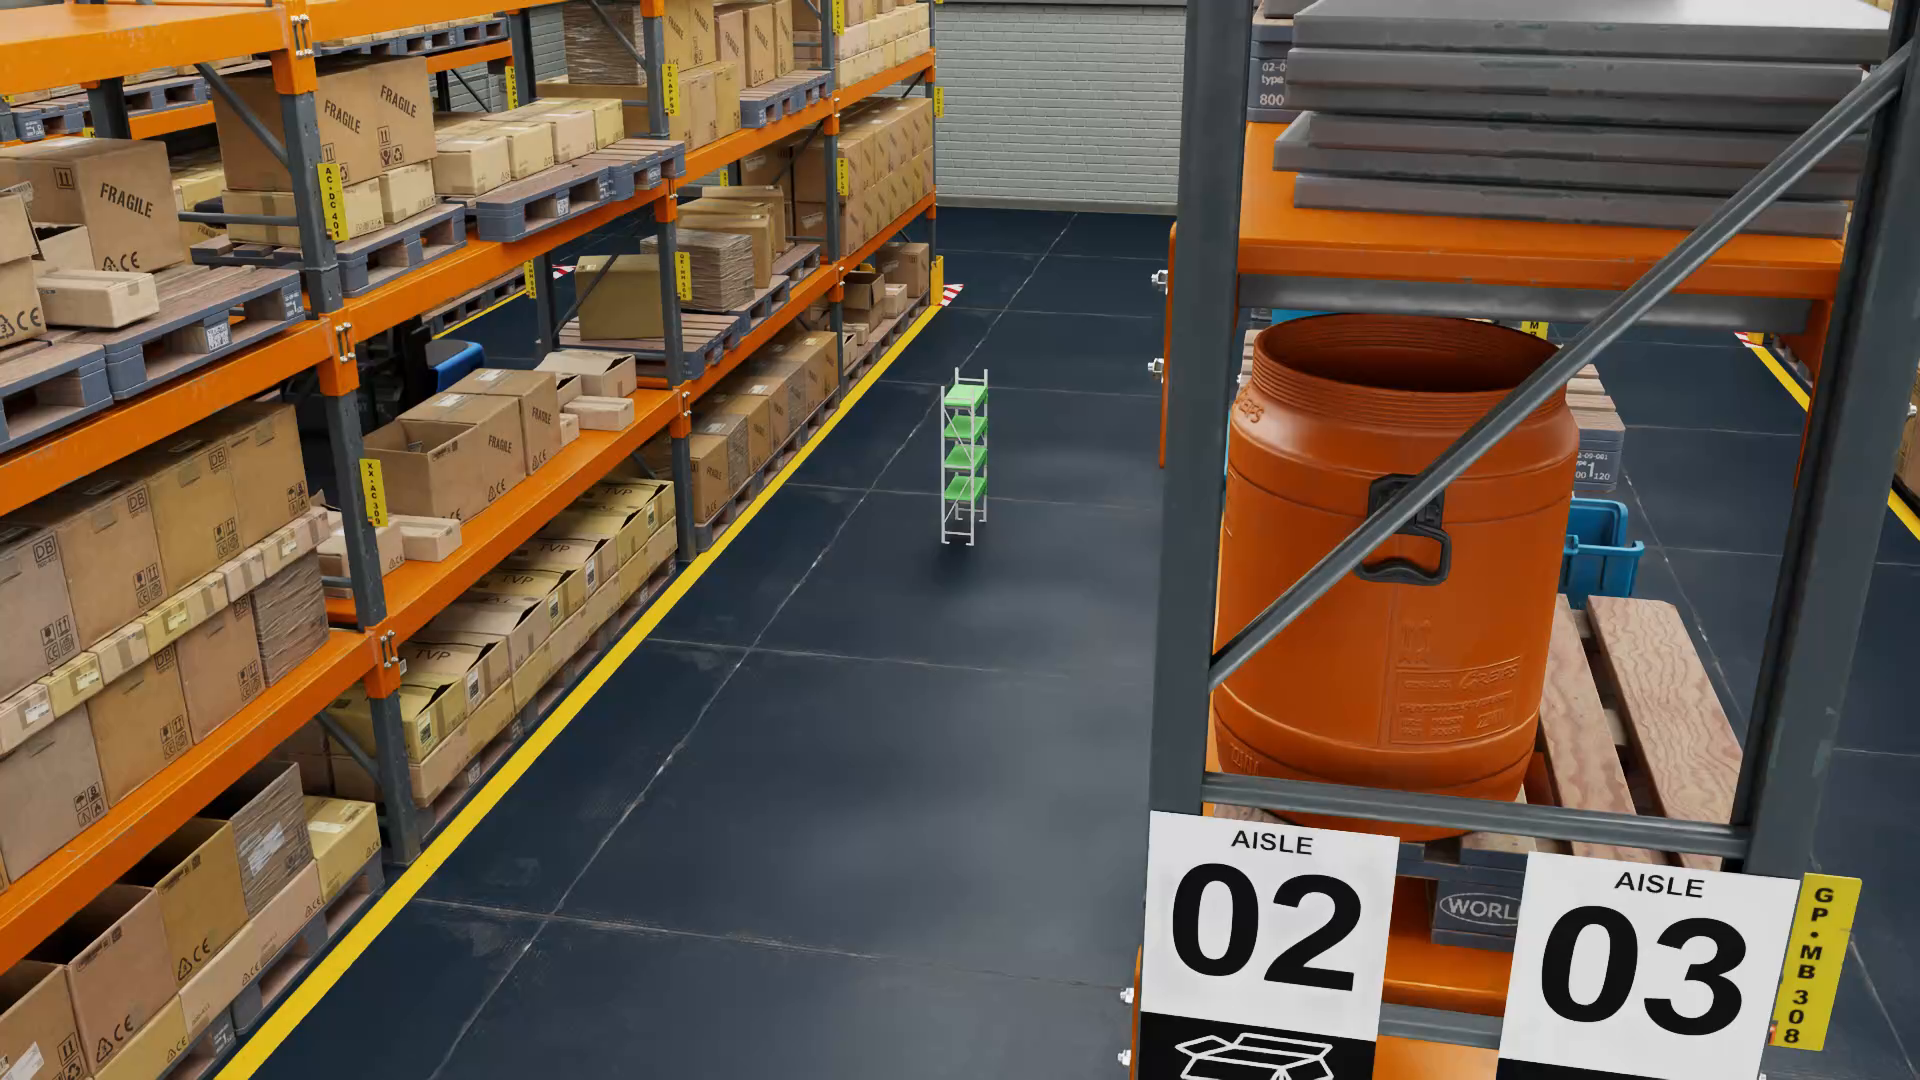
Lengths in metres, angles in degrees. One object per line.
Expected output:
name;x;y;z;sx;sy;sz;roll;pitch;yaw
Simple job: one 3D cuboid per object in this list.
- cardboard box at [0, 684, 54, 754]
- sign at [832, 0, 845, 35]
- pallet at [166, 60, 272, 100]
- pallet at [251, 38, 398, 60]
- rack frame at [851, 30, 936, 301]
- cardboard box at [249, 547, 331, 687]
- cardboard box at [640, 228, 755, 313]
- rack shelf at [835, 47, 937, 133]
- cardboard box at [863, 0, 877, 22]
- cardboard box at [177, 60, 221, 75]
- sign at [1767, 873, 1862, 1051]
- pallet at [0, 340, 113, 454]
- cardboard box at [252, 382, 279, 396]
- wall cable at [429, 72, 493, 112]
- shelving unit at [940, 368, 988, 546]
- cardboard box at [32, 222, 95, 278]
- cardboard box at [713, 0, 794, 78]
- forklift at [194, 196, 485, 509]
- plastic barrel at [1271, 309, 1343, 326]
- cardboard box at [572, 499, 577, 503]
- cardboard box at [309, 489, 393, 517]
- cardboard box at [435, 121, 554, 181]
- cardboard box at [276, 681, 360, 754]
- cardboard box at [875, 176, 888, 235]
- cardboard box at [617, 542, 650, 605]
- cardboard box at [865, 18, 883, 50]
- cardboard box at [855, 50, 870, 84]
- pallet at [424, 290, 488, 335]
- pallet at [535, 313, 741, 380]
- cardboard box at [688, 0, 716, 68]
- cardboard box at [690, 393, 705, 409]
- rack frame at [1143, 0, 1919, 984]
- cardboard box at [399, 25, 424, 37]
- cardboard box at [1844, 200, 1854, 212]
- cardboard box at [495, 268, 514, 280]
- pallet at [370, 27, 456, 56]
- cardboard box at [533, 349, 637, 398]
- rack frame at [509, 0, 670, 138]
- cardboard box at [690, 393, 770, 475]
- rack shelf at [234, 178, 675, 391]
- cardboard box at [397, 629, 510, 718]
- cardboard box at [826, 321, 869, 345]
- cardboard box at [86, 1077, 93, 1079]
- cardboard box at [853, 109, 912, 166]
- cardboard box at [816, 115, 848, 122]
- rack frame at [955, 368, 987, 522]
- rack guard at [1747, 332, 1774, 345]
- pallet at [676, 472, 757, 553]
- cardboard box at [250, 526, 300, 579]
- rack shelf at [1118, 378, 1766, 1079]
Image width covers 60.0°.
cardboard box;-3.434;0.609;5.825;0.380;0.149;0.250;5;22;11
sign;-1.047;-4.516;14.318;0.100;0.325;0.005;4;22;11
pallet;-6.580;-4.083;14.718;0.805;0.209;1.217;4;22;9
pallet;-6.264;-4.768;16.282;1.003;0.211;1.213;4;22;11
rack frame;-0.775;-4.206;18.782;1.000;3.000;0.127;4;22;11
cardboard box;-3.308;0.299;7.463;0.700;0.500;0.500;4;22;10
cardboard box;-2.015;-2.080;12.808;0.700;0.500;0.500;9;24;21
rack shelf;-1.183;-4.533;16.540;1.077;0.370;4.000;4;22;11
cardboard box;-1.192;-5.181;15.715;0.700;0.500;0.500;4;22;11
cardboard box;-6.778;-4.239;14.127;0.700;0.500;0.500;4;22;10
sign;1.346;0.672;2.642;0.100;0.325;0.005;4;22;11
pallet;-3.623;-0.409;5.458;1.003;0.211;1.213;4;22;11
cardboard box;-6.625;-1.744;14.985;0.750;0.750;0.750;5;23;13
wall cable;-6.290;-5.594;20.869;0.084;1.984;1.851;4;22;11
shelving unit;0.034;-0.617;12.280;0.258;1.200;0.503;4;22;11
cardboard box;-3.694;-1.066;6.339;0.500;0.311;0.500;3;22;8
cardboard box;-1.766;-4.244;14.030;0.600;0.600;0.600;2;22;6
forklift;-4.632;-1.462;12.060;1.130;2.935;3.031;4;22;11
plastic barrel;1.317;-0.902;5.329;0.600;0.901;0.708;4;22;11
cardboard box;-2.802;-0.291;11.428;0.500;0.311;0.500;5;23;13
cardboard box;-3.224;-0.091;8.744;0.396;0.266;0.258;4;22;10
cardboard box;-2.662;-2.225;9.488;0.500;0.250;0.500;4;22;10
cardboard box;-3.421;0.833;8.638;0.500;0.311;0.500;4;22;11
cardboard box;-1.015;-3.326;16.462;0.500;0.500;0.500;4;22;11
cardboard box;-2.377;0.200;10.960;0.500;0.250;0.500;4;22;10
cardboard box;-1.035;-4.821;15.825;0.500;0.250;0.500;4;22;11
cardboard box;-1.143;-4.407;15.466;0.500;0.250;0.500;4;22;11
pallet;-5.963;-2.546;18.392;1.003;0.211;1.213;4;22;11
pallet;-2.338;-1.445;12.182;1.213;0.211;1.003;4;22;11
cardboard box;-2.104;-3.714;12.073;0.500;0.500;0.500;4;22;11
cardboard box;-2.340;-0.874;13.266;0.500;0.500;0.500;4;22;9
rack frame;0.809;-0.759;2.191;1.000;3.000;0.127;4;22;11
cardboard box;-5.827;-5.289;16.960;0.500;0.250;0.500;4;22;9
cardboard box;8.358;-3.338;15.426;0.500;0.500;0.500;4;22;9
cardboard box;-5.670;-3.354;19.451;0.700;0.500;0.500;4;22;11
pallet;-6.013;-5.213;17.386;1.003;0.211;1.213;4;22;11
cardboard box;-2.524;-1.109;11.212;0.500;0.311;0.500;6;23;14
rack frame;-2.407;-4.063;10.397;1.000;3.000;0.127;4;22;11
cardboard box;-1.826;-0.845;13.193;0.500;0.500;0.500;4;22;10
rack shelf;-2.815;-1.607;9.276;1.077;0.370;4.000;4;22;11
cardboard box;-2.788;0.688;8.998;0.500;0.311;0.500;4;22;10
cardboard box;-1.127;-2.087;16.725;0.380;0.166;0.250;4;22;11
cardboard box;-3.511;2.181;6.042;0.500;0.250;0.500;4;22;11
cardboard box;-0.800;-4.158;17.190;0.500;0.500;0.500;5;22;12
cardboard box;-1.432;-4.014;16.833;0.500;0.500;0.500;4;22;10
rack frame;0.084;-0.706;12.501;0.240;1.200;0.015;4;22;11
rack guard;8.927;-2.299;17.393;1.175;0.500;0.348;4;22;11
pallet;-2.218;-0.257;12.710;1.003;0.211;1.213;4;22;11
cardboard box;-3.122;0.041;7.234;0.380;0.149;0.250;4;22;10
rack shelf;1.217;0.235;4.702;1.077;0.370;4.000;4;22;11
